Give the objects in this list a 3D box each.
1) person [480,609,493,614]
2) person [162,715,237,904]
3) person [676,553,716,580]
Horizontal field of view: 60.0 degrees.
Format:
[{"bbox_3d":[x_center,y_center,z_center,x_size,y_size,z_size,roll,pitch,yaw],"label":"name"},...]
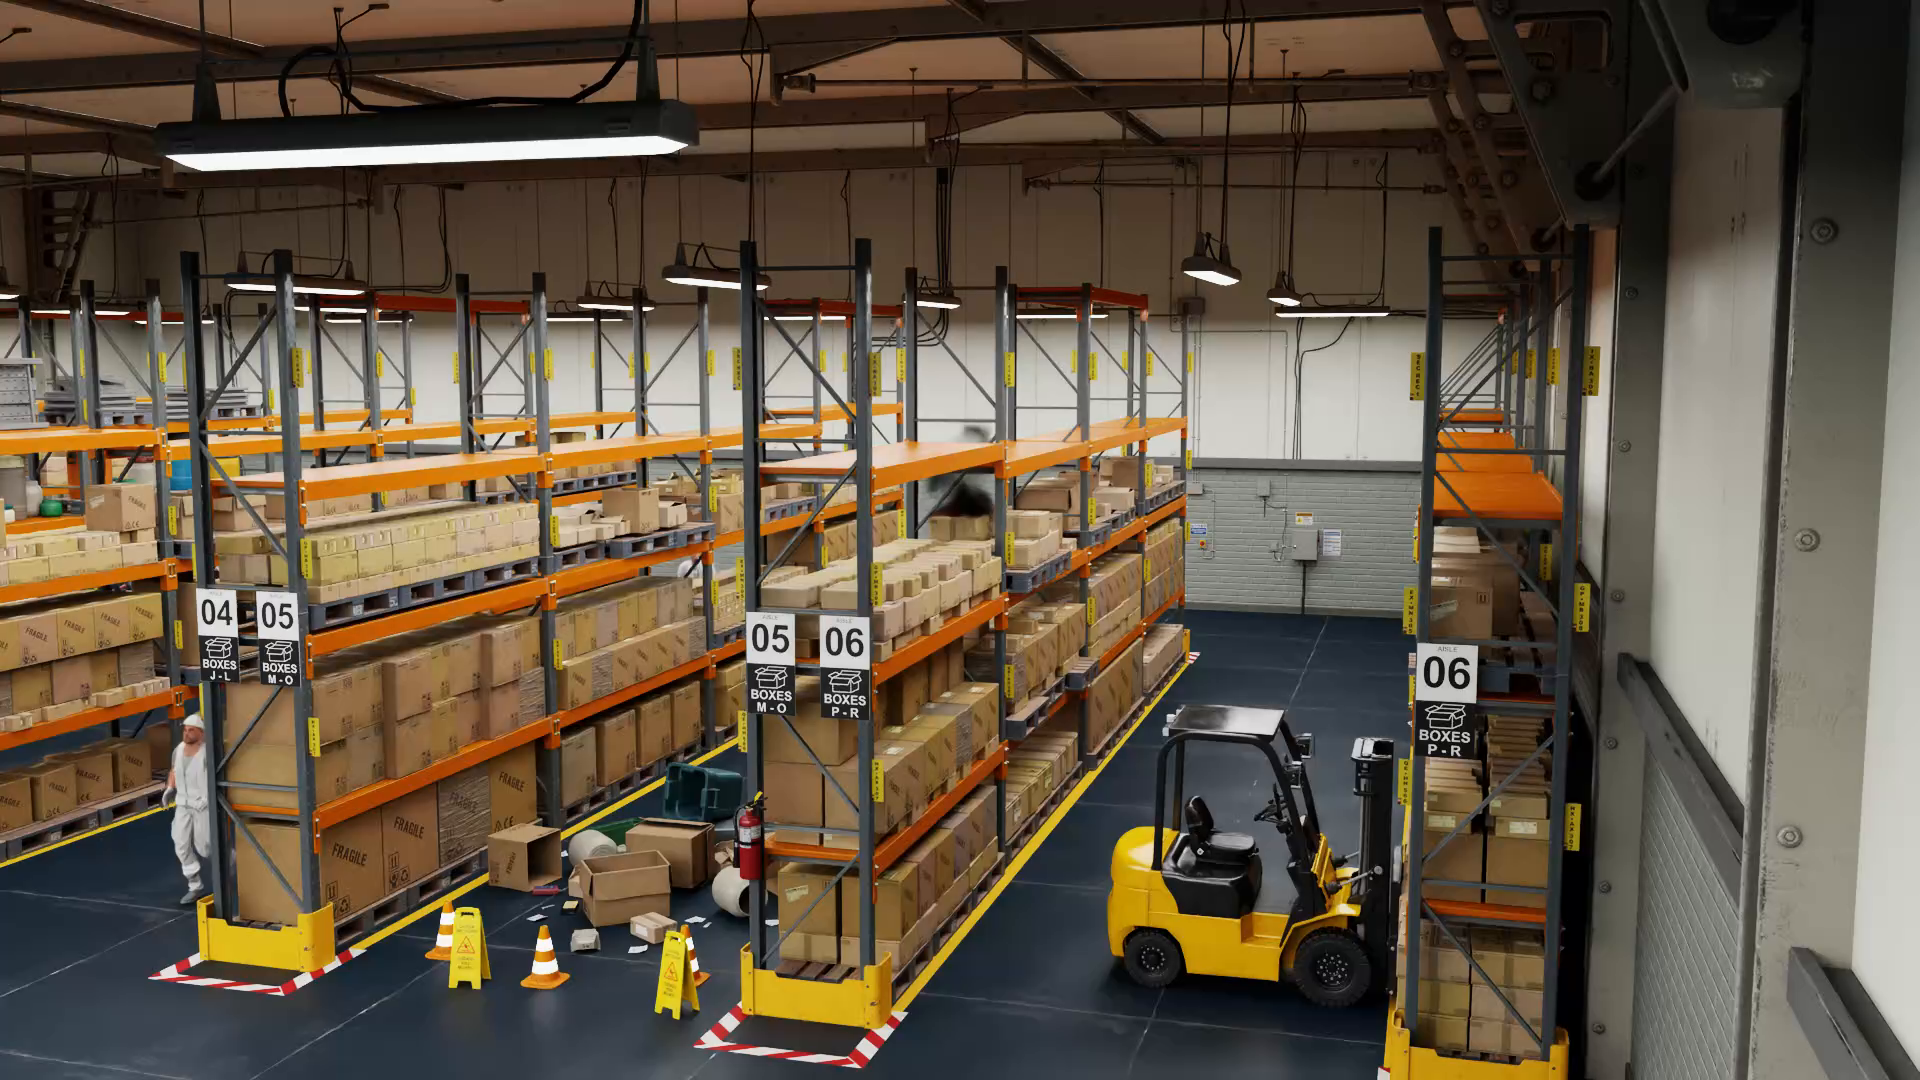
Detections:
[{"bbox_3d":[-6.565,1.751,23.223,0.607,1.612,0.888,2,7,15],"label":"person"},{"bbox_3d":[-7.247,2.521,15.862,0.683,1.759,0.695,1,7,12],"label":"person"},{"bbox_3d":[-4.713,0.978,29.831,0.730,1.727,0.671,-1,6,-9],"label":"person"}]
